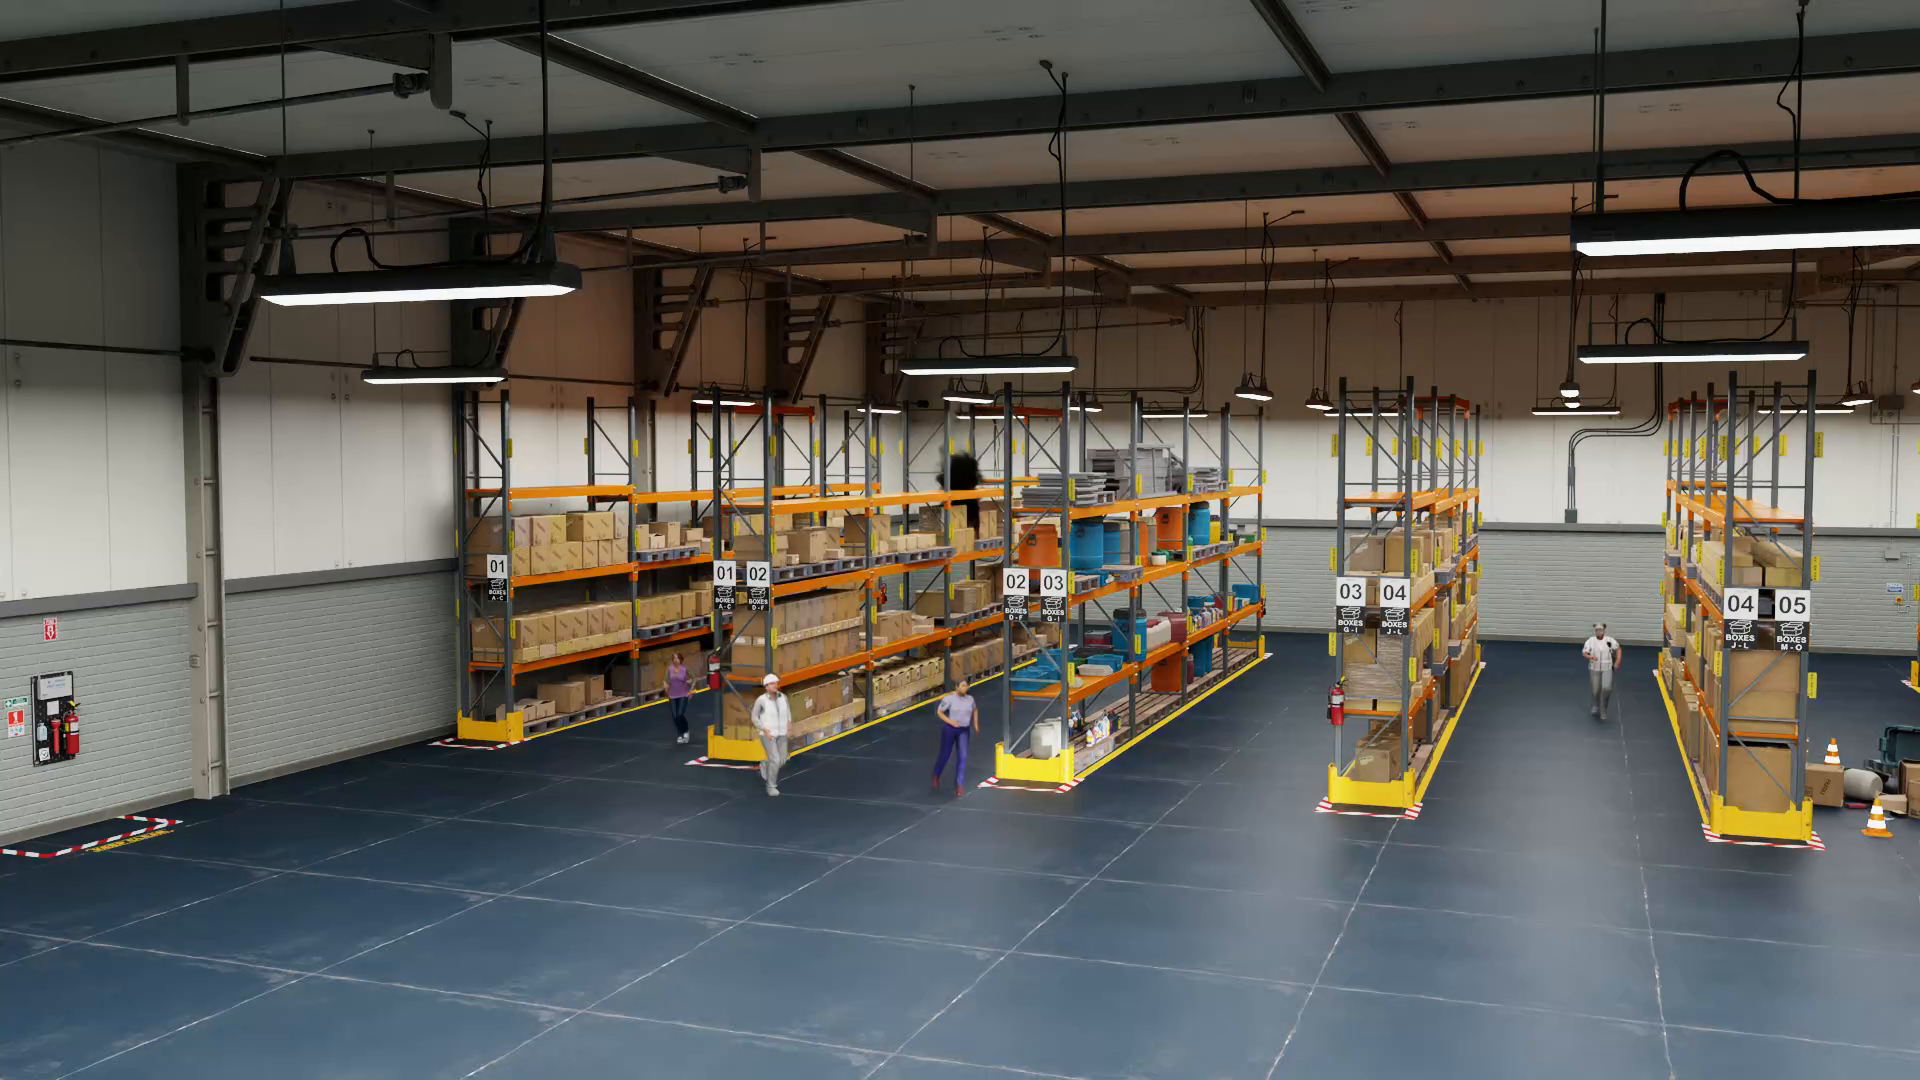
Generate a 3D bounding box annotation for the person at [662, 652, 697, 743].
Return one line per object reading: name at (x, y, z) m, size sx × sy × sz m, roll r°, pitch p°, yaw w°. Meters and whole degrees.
person at (-4.762, 2.663, 28.045) m, size 0.544 × 1.563 × 0.585 m, roll 0°, pitch 3°, yaw 8°

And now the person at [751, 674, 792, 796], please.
person at (-2.759, 2.809, 24.173) m, size 0.668 × 1.756 × 0.651 m, roll -2°, pitch 4°, yaw -37°

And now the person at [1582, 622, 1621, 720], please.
person at (11.930, 2.441, 30.941) m, size 0.670 × 1.830 × 0.760 m, roll 1°, pitch 3°, yaw 23°

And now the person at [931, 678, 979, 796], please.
person at (-0.022, 2.838, 24.224) m, size 0.677 × 1.638 × 0.873 m, roll -1°, pitch 3°, yaw -16°
